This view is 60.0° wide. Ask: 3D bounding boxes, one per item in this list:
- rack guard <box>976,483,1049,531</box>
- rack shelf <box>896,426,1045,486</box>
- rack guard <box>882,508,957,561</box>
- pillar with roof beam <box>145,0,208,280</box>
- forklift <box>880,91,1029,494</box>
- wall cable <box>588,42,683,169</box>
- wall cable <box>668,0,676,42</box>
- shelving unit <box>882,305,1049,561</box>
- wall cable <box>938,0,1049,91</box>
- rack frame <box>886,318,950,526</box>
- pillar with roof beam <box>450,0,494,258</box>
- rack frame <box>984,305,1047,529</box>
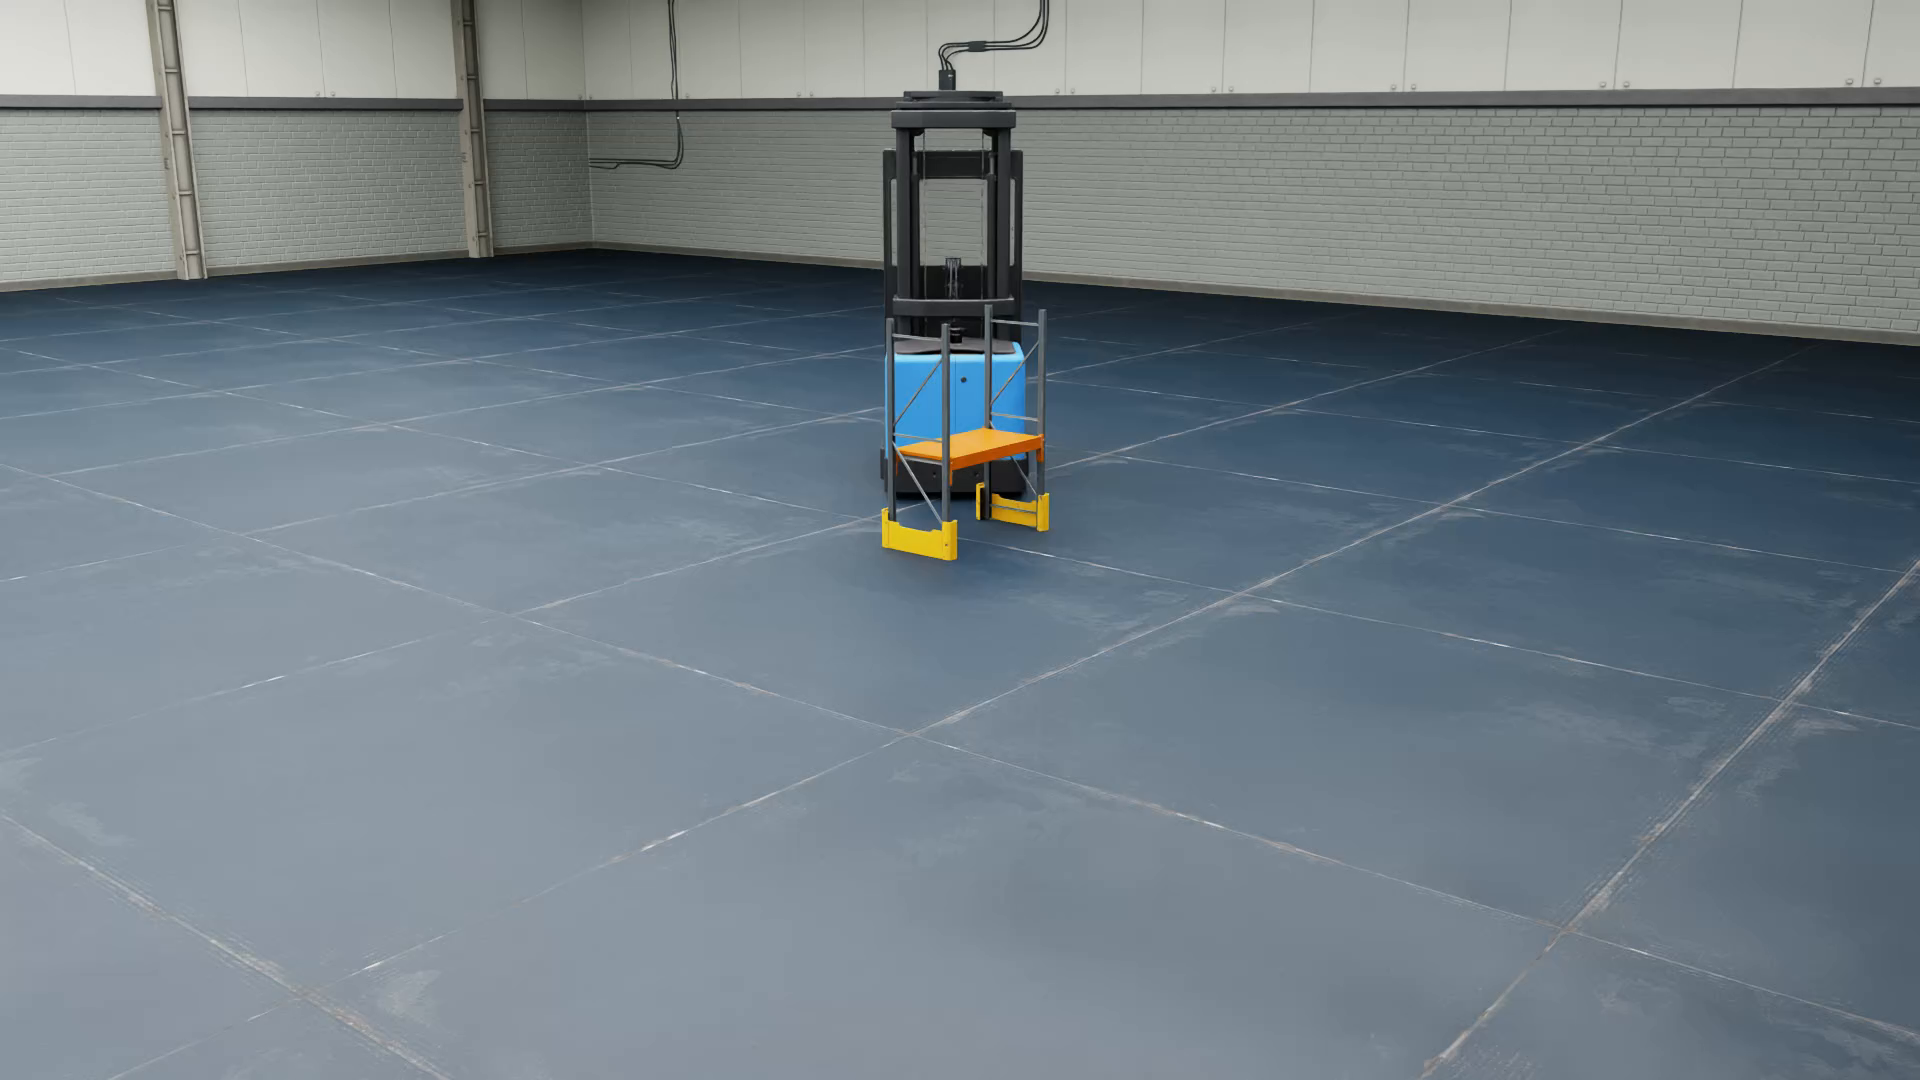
[{"bbox_3d":[0.361,-0.231,11.525,0.587,0.250,0.087,11,18,38],"label":"rack guard"},{"bbox_3d":[0.054,-0.569,11.047,0.538,0.185,1.000,11,18,38],"label":"rack shelf"},{"bbox_3d":[-0.265,-0.040,10.774,0.587,0.250,0.087,11,18,38],"label":"rack guard"},{"bbox_3d":[-10.135,-8.290,25.479,9.100,9.000,0.400,11,18,38],"label":"pillar with roof beam"},{"bbox_3d":[-0.060,-2.072,13.327,1.130,2.935,3.031,0,14,-1],"label":"forklift"},{"bbox_3d":[-6.832,-8.960,34.422,3.097,2.526,0.112,11,18,38],"label":"wall cable"},{"bbox_3d":[-4.728,-10.989,32.152,3.097,2.526,0.112,11,18,38],"label":"wall cable"},{"bbox_3d":[0.048,-0.742,10.996,0.587,1.500,1.083,11,18,38],"label":"shelving unit"},{"bbox_3d":[0.542,-10.641,27.826,2.305,6.003,0.169,11,18,38],"label":"wall cable"},{"bbox_3d":[-0.266,-0.646,10.619,0.500,1.500,0.032,11,18,38],"label":"rack frame"},{"bbox_3d":[-6.364,-9.439,30.002,9.100,9.000,0.400,11,18,38],"label":"pillar with roof beam"},{"bbox_3d":[0.373,-0.841,11.386,0.500,1.500,0.032,11,18,38],"label":"rack frame"}]
